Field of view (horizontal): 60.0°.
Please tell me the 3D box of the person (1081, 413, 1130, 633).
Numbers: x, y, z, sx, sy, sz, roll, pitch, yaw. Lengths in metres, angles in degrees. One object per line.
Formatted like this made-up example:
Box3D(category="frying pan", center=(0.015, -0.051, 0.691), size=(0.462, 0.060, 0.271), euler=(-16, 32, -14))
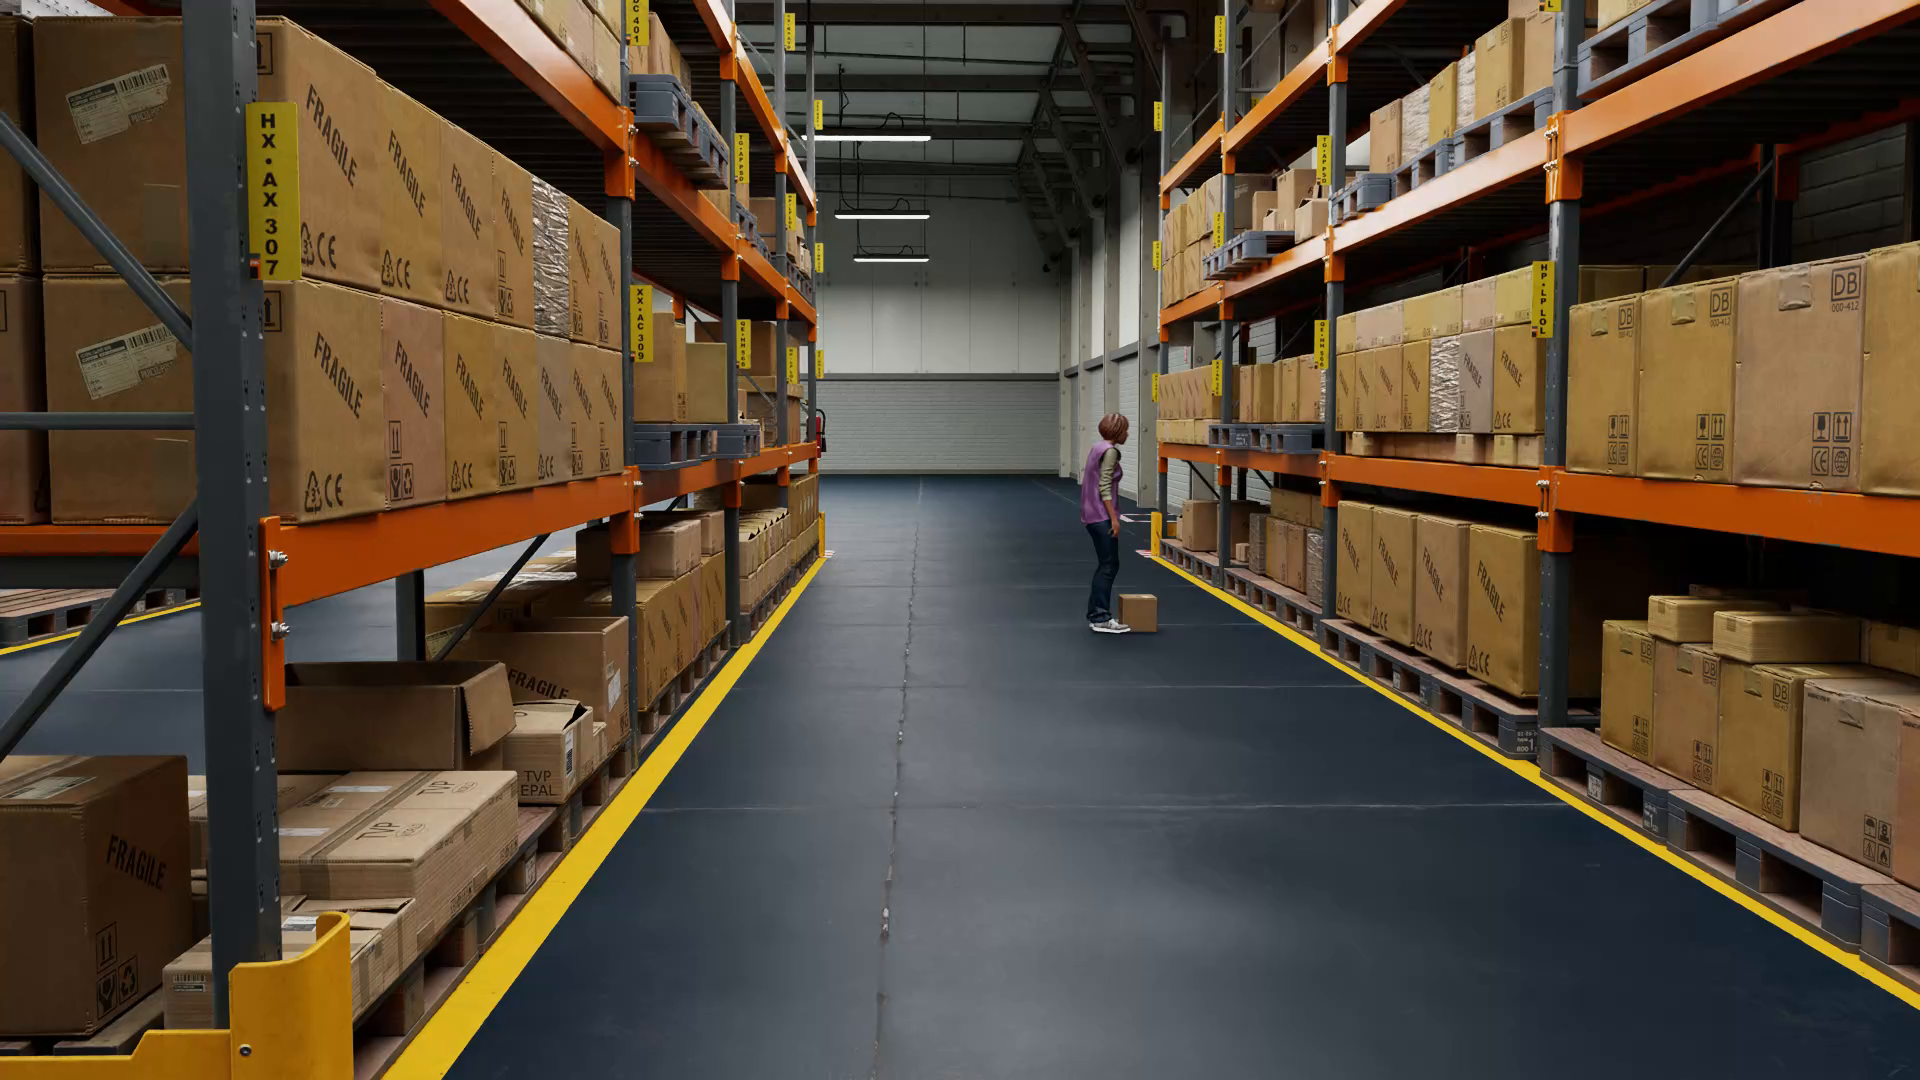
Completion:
Box3D(category="person", center=(1.065, -0.132, 12.153), size=(0.347, 1.593, 0.476), euler=(0, 4, -3))
